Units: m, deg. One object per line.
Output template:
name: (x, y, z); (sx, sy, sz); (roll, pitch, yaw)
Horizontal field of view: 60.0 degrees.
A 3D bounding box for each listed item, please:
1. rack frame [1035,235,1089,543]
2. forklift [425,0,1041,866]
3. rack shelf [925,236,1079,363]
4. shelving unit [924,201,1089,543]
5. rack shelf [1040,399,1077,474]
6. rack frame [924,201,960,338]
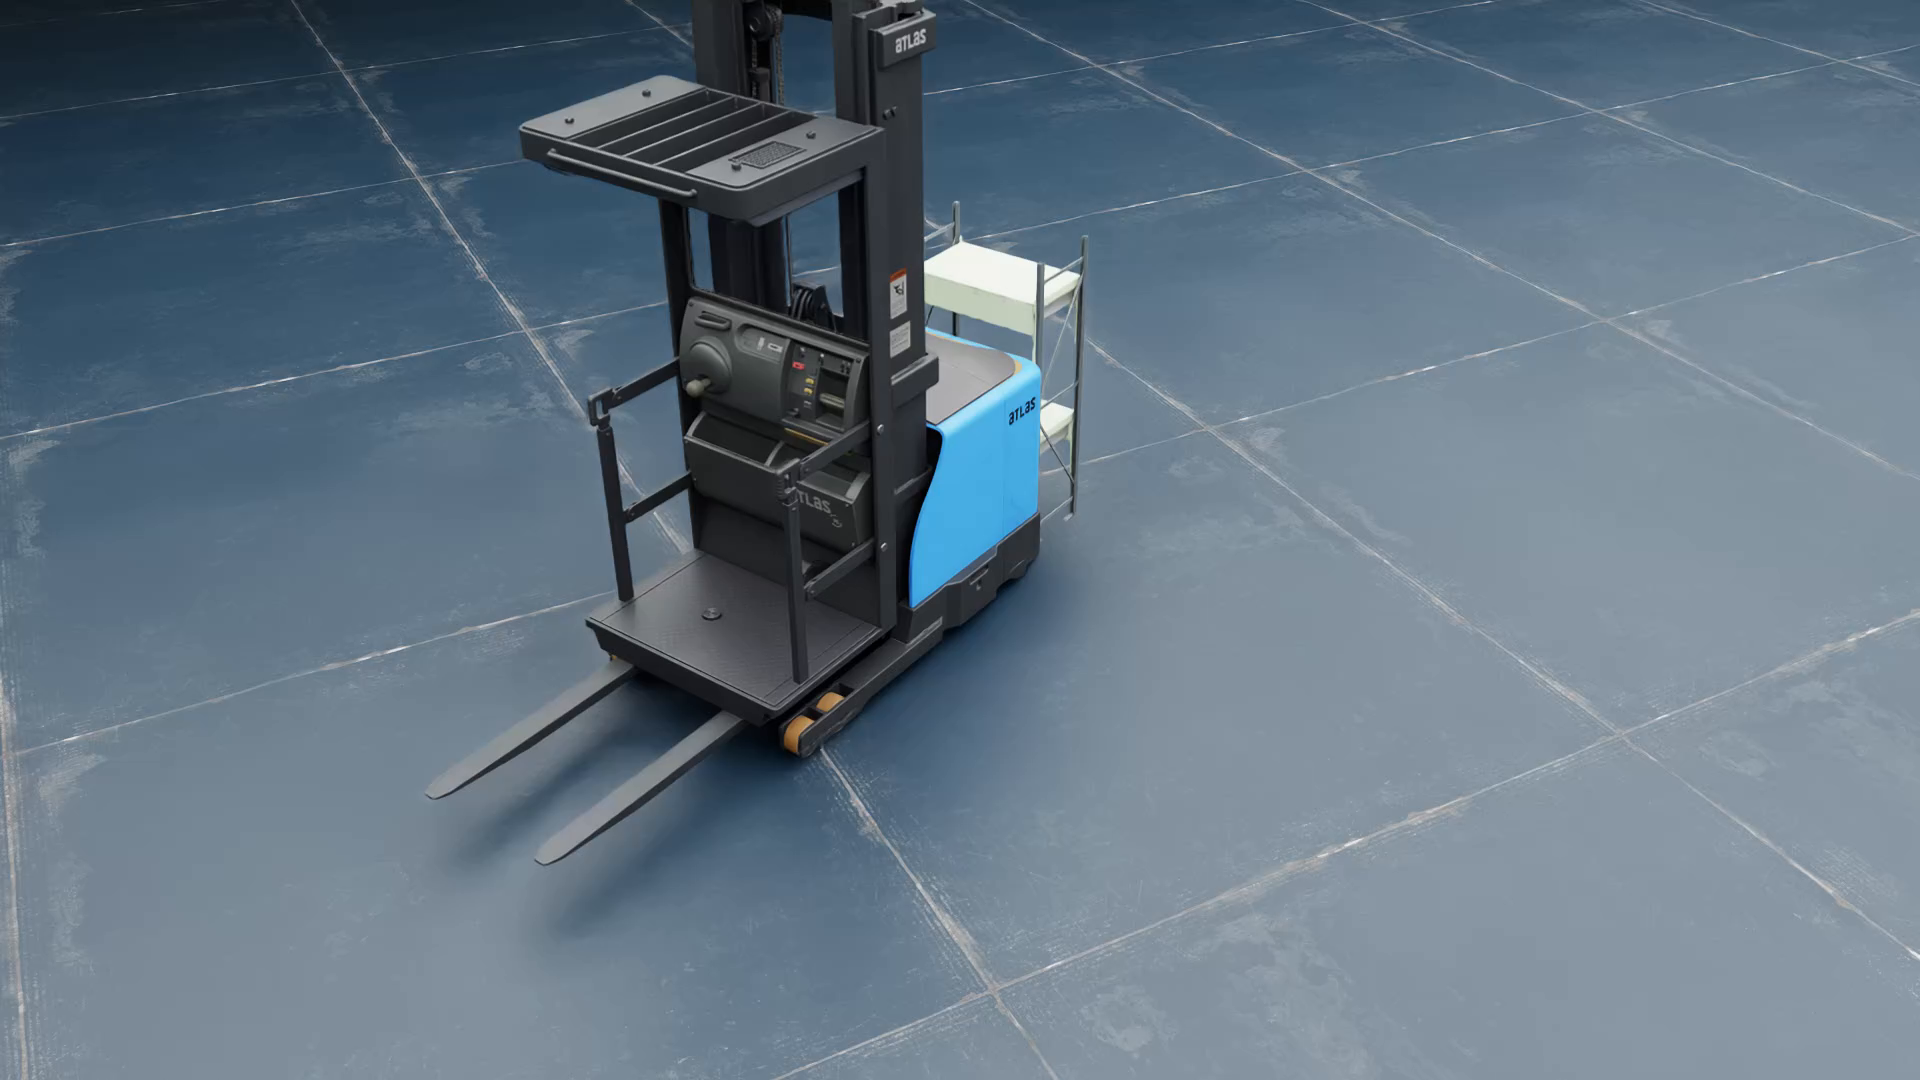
rack frame: (0.467, -0.681, 7.923); (0.023, 1.500, 0.400); (21, 38, 30)
forklift: (-0.886, -0.639, 6.530); (1.130, 2.935, 3.031); (21, 38, 30)
rack shelf: (0.171, -1.125, 7.893); (0.720, 0.370, 0.431); (21, 38, 30)
shelving unit: (0.171, -0.797, 8.103); (0.755, 1.500, 0.431); (21, 38, 30)
rack shelf: (0.171, -0.522, 8.279); (0.720, 0.370, 0.431); (21, 38, 30)
rack frame: (-0.126, -0.912, 8.283); (0.023, 1.500, 0.400); (21, 38, 30)
